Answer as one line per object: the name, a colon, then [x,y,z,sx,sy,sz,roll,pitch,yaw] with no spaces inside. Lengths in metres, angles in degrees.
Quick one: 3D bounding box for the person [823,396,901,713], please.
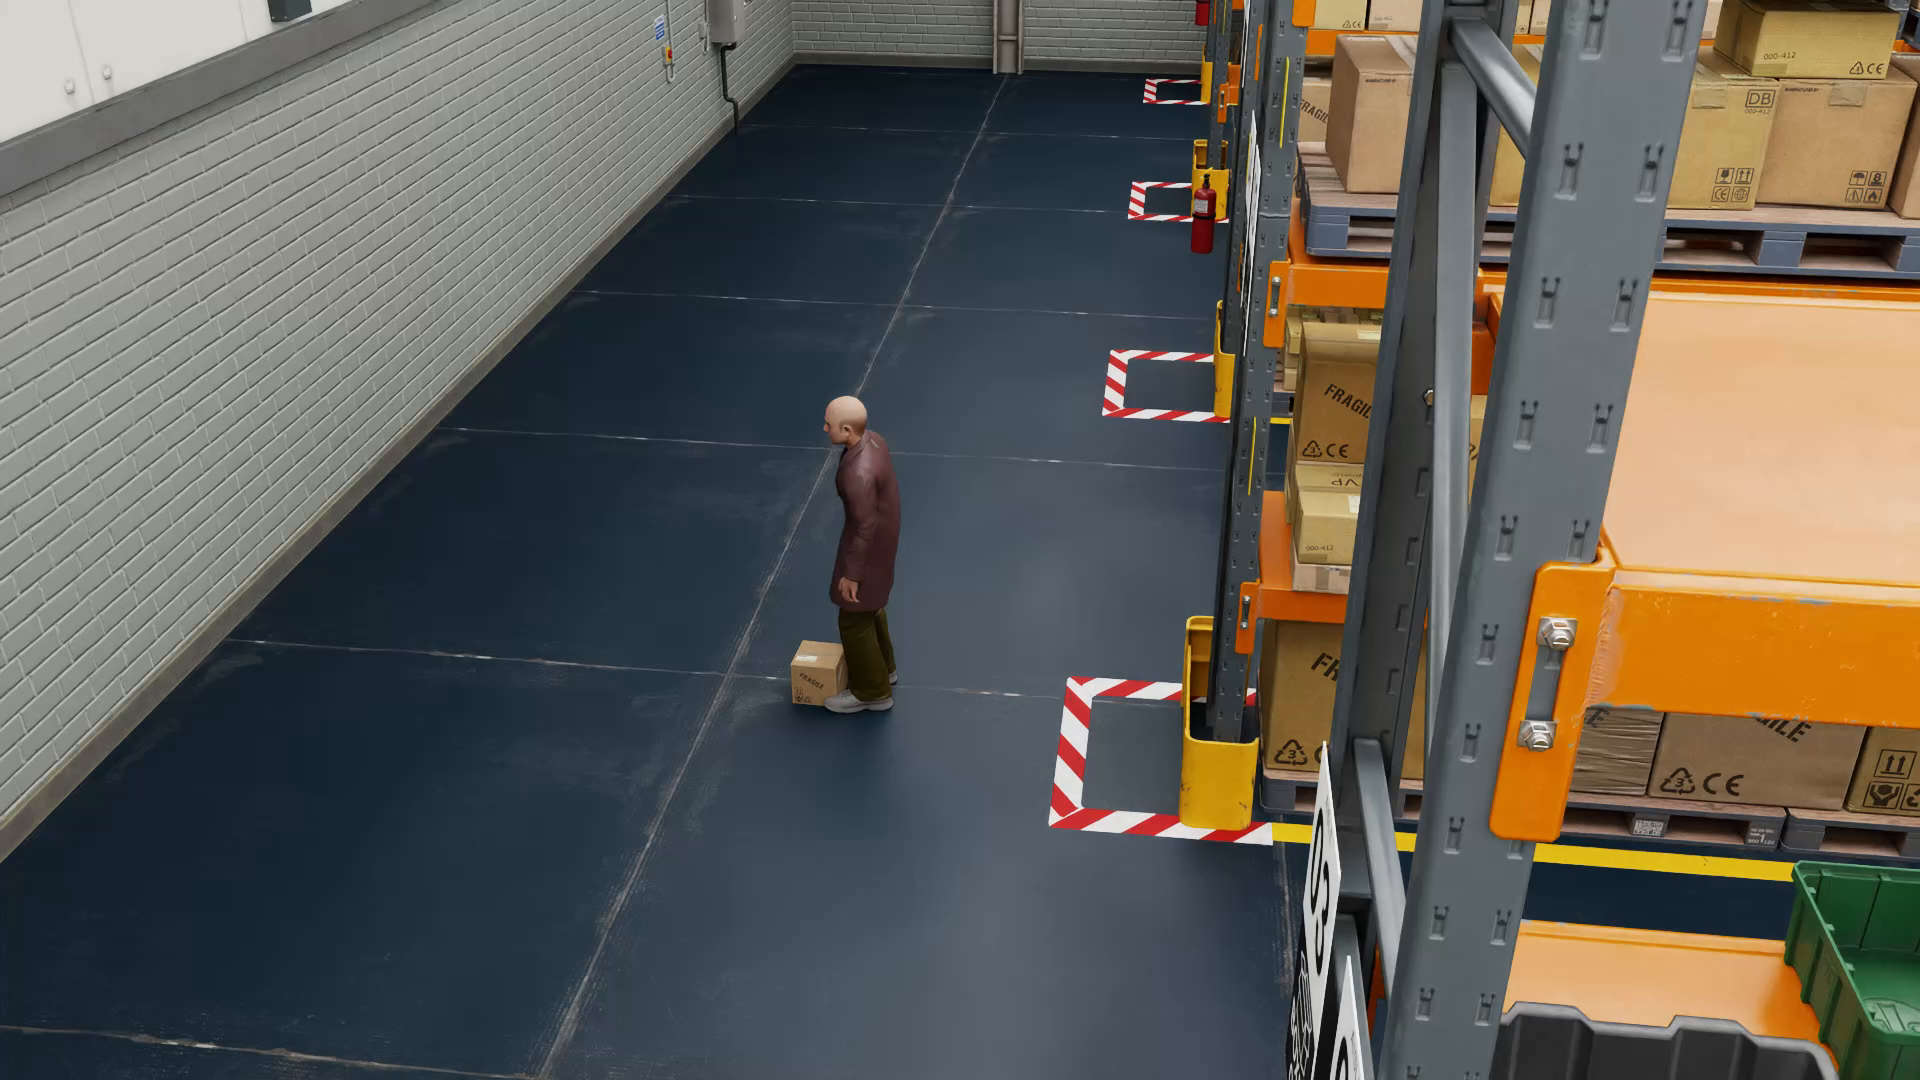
person: [-0.515,0.071,8.625,0.423,1.773,0.653,2,28,3]
